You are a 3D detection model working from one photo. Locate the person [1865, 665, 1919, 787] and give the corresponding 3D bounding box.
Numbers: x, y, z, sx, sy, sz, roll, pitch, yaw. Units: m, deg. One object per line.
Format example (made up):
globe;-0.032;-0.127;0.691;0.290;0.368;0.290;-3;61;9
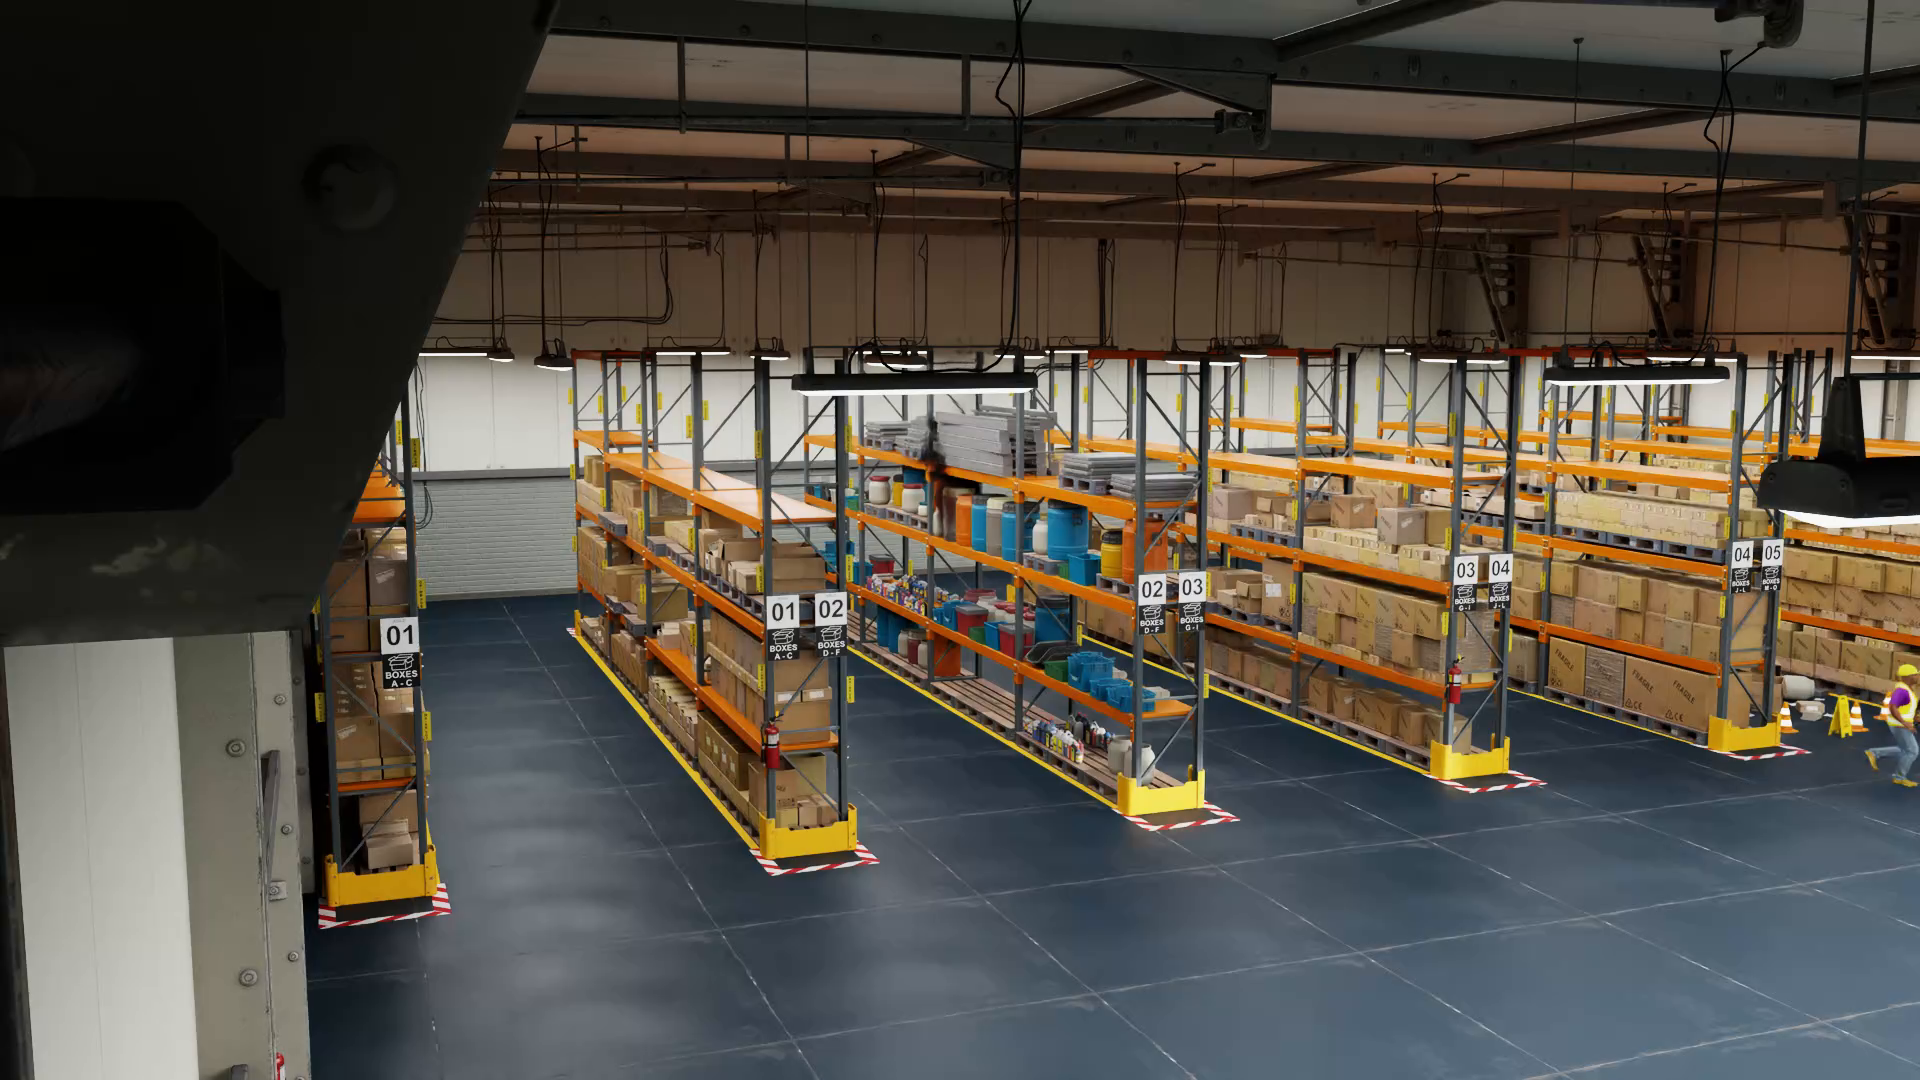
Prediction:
person;13.145;2.584;23.399;0.680;1.716;0.684;4;8;31
